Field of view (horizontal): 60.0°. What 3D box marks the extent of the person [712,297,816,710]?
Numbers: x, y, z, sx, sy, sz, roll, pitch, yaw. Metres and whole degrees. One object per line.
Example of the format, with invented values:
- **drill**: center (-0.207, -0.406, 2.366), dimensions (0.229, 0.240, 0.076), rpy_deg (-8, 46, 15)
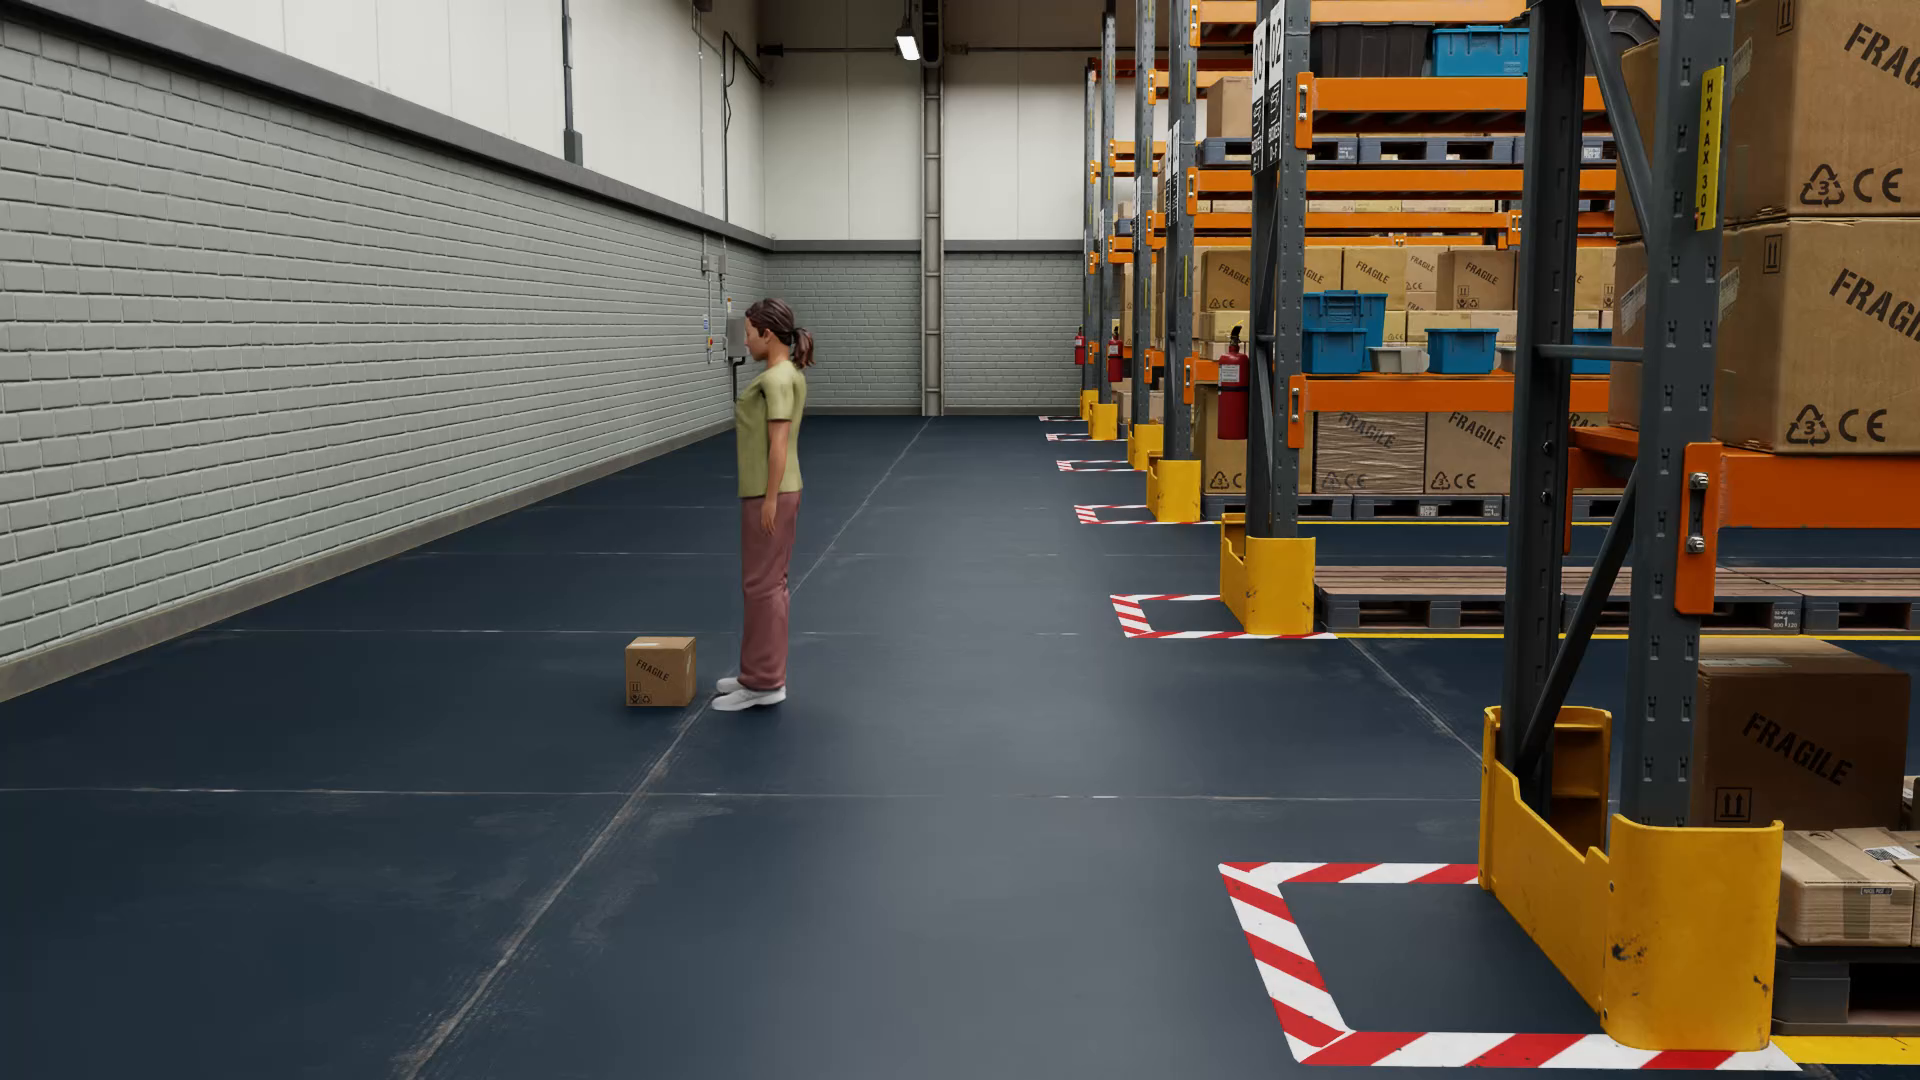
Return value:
- **person**: center (-0.821, -0.154, 6.945), dimensions (0.460, 1.704, 0.455), rpy_deg (0, 7, 2)
